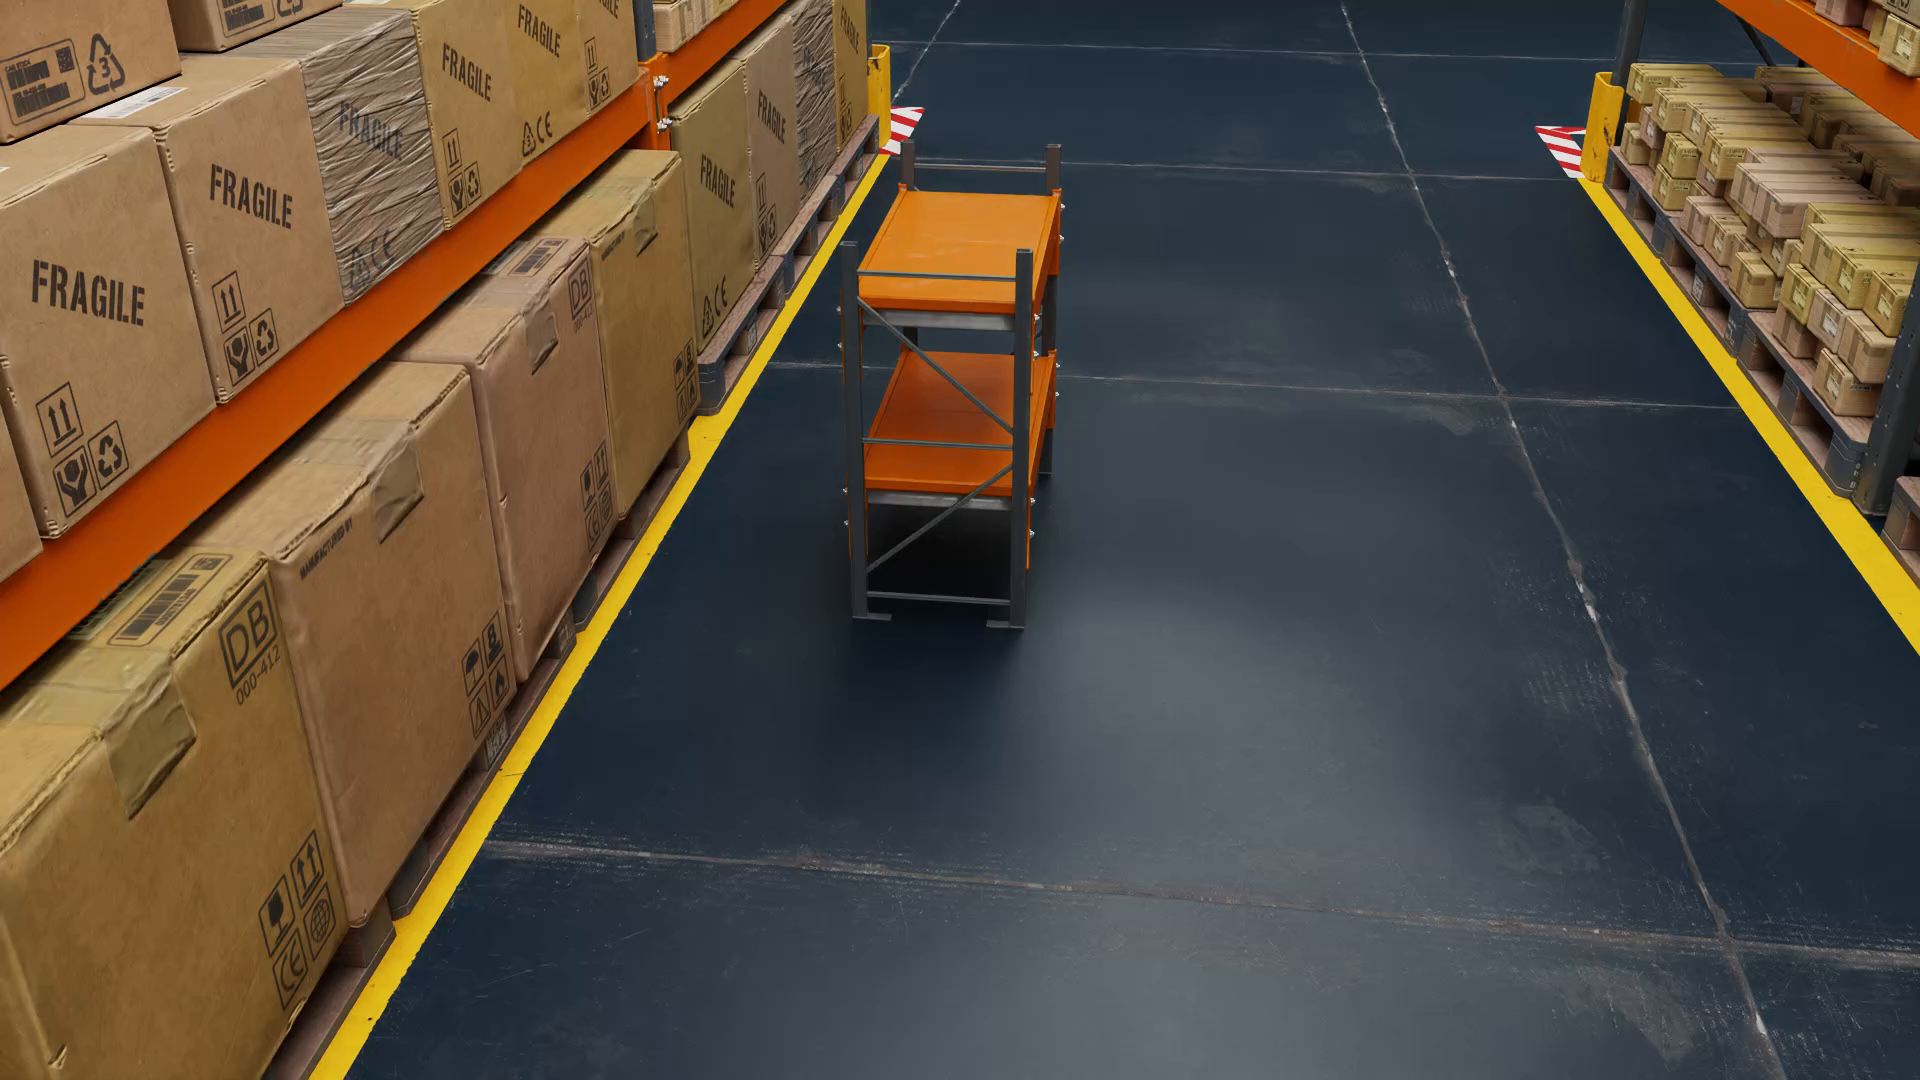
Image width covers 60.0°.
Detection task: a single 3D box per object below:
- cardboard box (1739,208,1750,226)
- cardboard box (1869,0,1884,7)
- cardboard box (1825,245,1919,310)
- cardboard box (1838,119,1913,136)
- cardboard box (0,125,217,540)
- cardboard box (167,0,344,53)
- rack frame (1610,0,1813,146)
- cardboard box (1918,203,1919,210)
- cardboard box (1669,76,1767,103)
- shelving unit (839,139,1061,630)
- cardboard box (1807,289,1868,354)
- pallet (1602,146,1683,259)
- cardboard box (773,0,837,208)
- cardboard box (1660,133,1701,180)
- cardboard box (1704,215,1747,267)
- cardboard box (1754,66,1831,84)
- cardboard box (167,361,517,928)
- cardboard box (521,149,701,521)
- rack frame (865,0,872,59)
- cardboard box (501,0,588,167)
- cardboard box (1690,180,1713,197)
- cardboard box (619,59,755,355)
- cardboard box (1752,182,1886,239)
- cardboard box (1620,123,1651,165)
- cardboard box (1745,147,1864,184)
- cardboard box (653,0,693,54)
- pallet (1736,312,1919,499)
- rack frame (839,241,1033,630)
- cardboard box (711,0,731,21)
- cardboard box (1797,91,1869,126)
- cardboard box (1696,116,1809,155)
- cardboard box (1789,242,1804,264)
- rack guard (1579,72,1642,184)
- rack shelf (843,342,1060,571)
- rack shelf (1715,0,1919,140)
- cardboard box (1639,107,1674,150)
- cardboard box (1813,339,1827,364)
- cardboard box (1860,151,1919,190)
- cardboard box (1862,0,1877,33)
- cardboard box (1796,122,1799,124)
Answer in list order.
[{"bbox_3d":[3.455,-1.357,6.856,0.380,0.149,0.250,5,29,9],"label":"cardboard box"},{"bbox_3d":[3.271,-2.056,5.486,0.500,0.500,0.500,3,28,5],"label":"cardboard box"},{"bbox_3d":[3.205,-0.890,5.675,0.380,0.149,0.250,4,29,7],"label":"cardboard box"},{"bbox_3d":[4.039,-1.712,7.200,0.380,0.149,0.250,4,29,8],"label":"cardboard box"},{"bbox_3d":[-1.582,-0.346,2.624,0.500,0.500,0.500,3,28,5],"label":"cardboard box"},{"bbox_3d":[-1.709,-1.298,3.333,0.797,0.503,0.637,4,29,8],"label":"cardboard box"},{"bbox_3d":[3.918,-3.276,8.168,1.000,3.000,0.127,3,28,6],"label":"rack frame"},{"bbox_3d":[3.872,-1.222,6.292,0.380,0.149,0.250,4,29,7],"label":"cardboard box"},{"bbox_3d":[3.602,-2.104,7.929,0.380,0.149,0.250,4,29,7],"label":"cardboard box"},{"bbox_3d":[0.001,-0.498,4.989,0.538,1.125,1.048,3,28,6],"label":"shelving unit"},{"bbox_3d":[3.172,-0.749,5.726,0.380,0.149,0.250,2,28,4],"label":"cardboard box"},{"bbox_3d":[3.774,-1.632,8.057,1.003,0.211,1.213,3,28,6],"label":"pallet"},{"bbox_3d":[-1.103,-2.127,7.833,0.875,0.875,0.875,3,28,6],"label":"cardboard box"},{"bbox_3d":[3.428,-1.745,7.575,0.380,0.149,0.250,4,29,8],"label":"cardboard box"},{"bbox_3d":[3.360,-1.249,6.968,0.380,0.149,0.250,3,28,6],"label":"cardboard box"},{"bbox_3d":[4.104,-2.204,8.114,0.380,0.149,0.250,4,29,7],"label":"cardboard box"},{"bbox_3d":[-1.751,0.162,3.585,1.225,0.875,0.875,3,29,6],"label":"cardboard box"},{"bbox_3d":[-1.541,-0.676,5.139,1.225,0.875,0.875,3,29,6],"label":"cardboard box"},{"bbox_3d":[-0.992,-3.612,8.791,1.000,3.000,0.127,3,28,6],"label":"rack frame"},{"bbox_3d":[-1.336,-1.304,4.403,0.500,0.500,0.500,4,29,8],"label":"cardboard box"},{"bbox_3d":[3.485,-1.493,7.421,0.380,0.149,0.250,3,29,6],"label":"cardboard box"},{"bbox_3d":[-1.322,-1.284,6.269,0.875,0.875,0.875,3,28,6],"label":"cardboard box"},{"bbox_3d":[3.279,-1.258,6.358,0.380,0.149,0.250,2,28,4],"label":"cardboard box"},{"bbox_3d":[3.536,-1.978,8.321,0.380,0.149,0.250,4,29,7],"label":"cardboard box"},{"bbox_3d":[3.439,-1.496,6.800,0.380,0.149,0.250,3,29,6],"label":"cardboard box"},{"bbox_3d":[-1.116,-1.738,5.579,0.380,0.149,0.250,3,29,6],"label":"cardboard box"},{"bbox_3d":[3.475,-0.484,5.925,1.003,0.211,1.213,3,28,6],"label":"pallet"},{"bbox_3d":[-0.061,-0.259,4.545,0.500,1.125,0.032,3,28,6],"label":"rack frame"},{"bbox_3d":[-1.052,-1.986,6.038,0.380,0.149,0.250,4,29,8],"label":"cardboard box"},{"bbox_3d":[4.111,-1.959,7.660,0.380,0.149,0.250,3,28,5],"label":"cardboard box"},{"bbox_3d":[3.452,-1.741,7.255,0.380,0.149,0.250,4,29,8],"label":"cardboard box"},{"bbox_3d":[3.315,-0.988,6.171,0.380,0.149,0.250,4,29,7],"label":"cardboard box"},{"bbox_3d":[3.908,-2.140,8.695,1.175,0.500,0.348,3,28,6],"label":"rack guard"},{"bbox_3d":[0.001,-0.283,5.105,0.538,0.278,1.000,3,28,6],"label":"rack shelf"},{"bbox_3d":[1.251,-2.810,6.507,5.958,1.845,4.006,3,28,6],"label":"rack shelf"},{"bbox_3d":[3.509,-1.979,8.011,0.380,0.149,0.250,3,28,6],"label":"cardboard box"},{"bbox_3d":[3.252,-0.645,5.847,0.380,0.149,0.250,4,29,8],"label":"cardboard box"},{"bbox_3d":[3.892,-1.469,6.750,0.380,0.149,0.250,3,29,6],"label":"cardboard box"},{"bbox_3d":[3.345,-1.798,5.689,0.380,0.149,0.250,3,28,5],"label":"cardboard box"},{"bbox_3d":[4.051,-1.952,7.960,0.380,0.149,0.250,3,28,5],"label":"cardboard box"}]
